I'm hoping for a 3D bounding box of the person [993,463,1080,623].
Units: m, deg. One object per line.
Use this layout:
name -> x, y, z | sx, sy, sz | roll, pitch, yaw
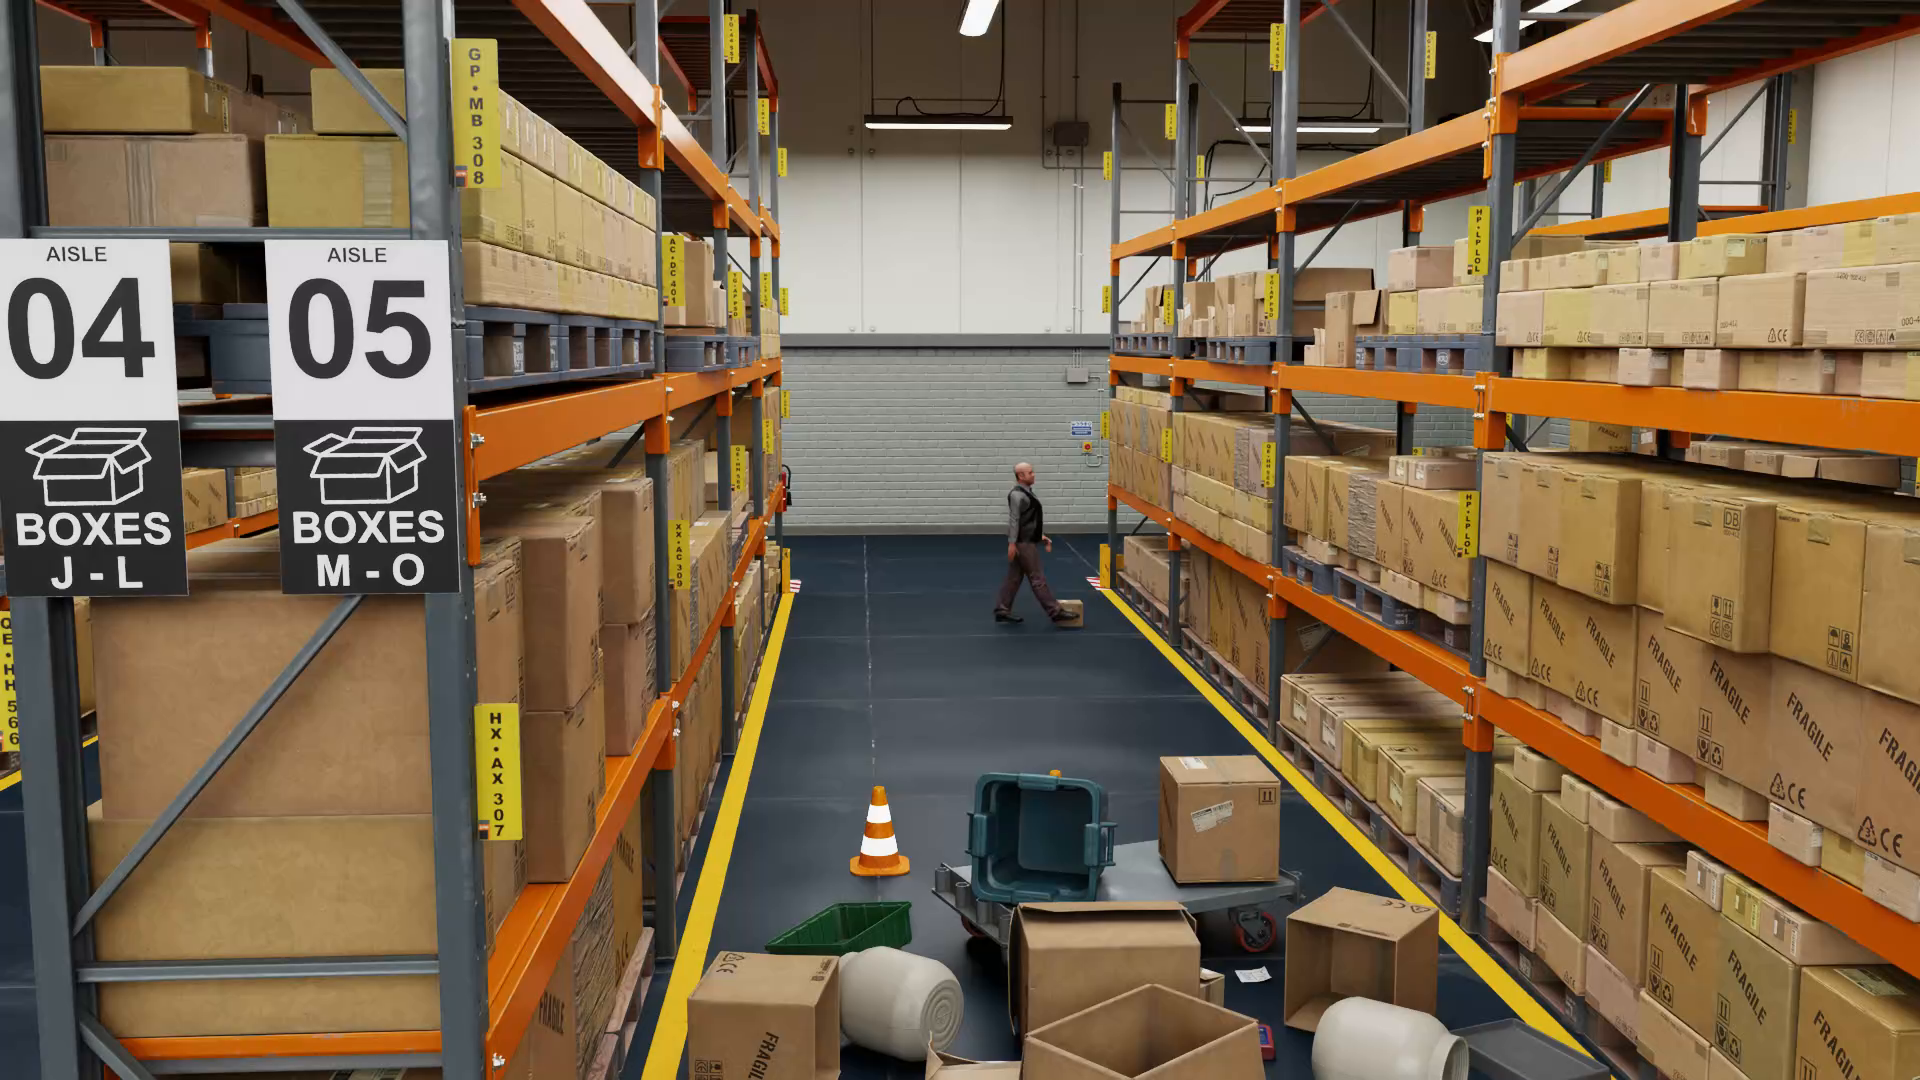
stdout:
person -> 0.807, 0.077, 17.430 | 0.920, 1.605, 0.548 | 1, 7, 6
